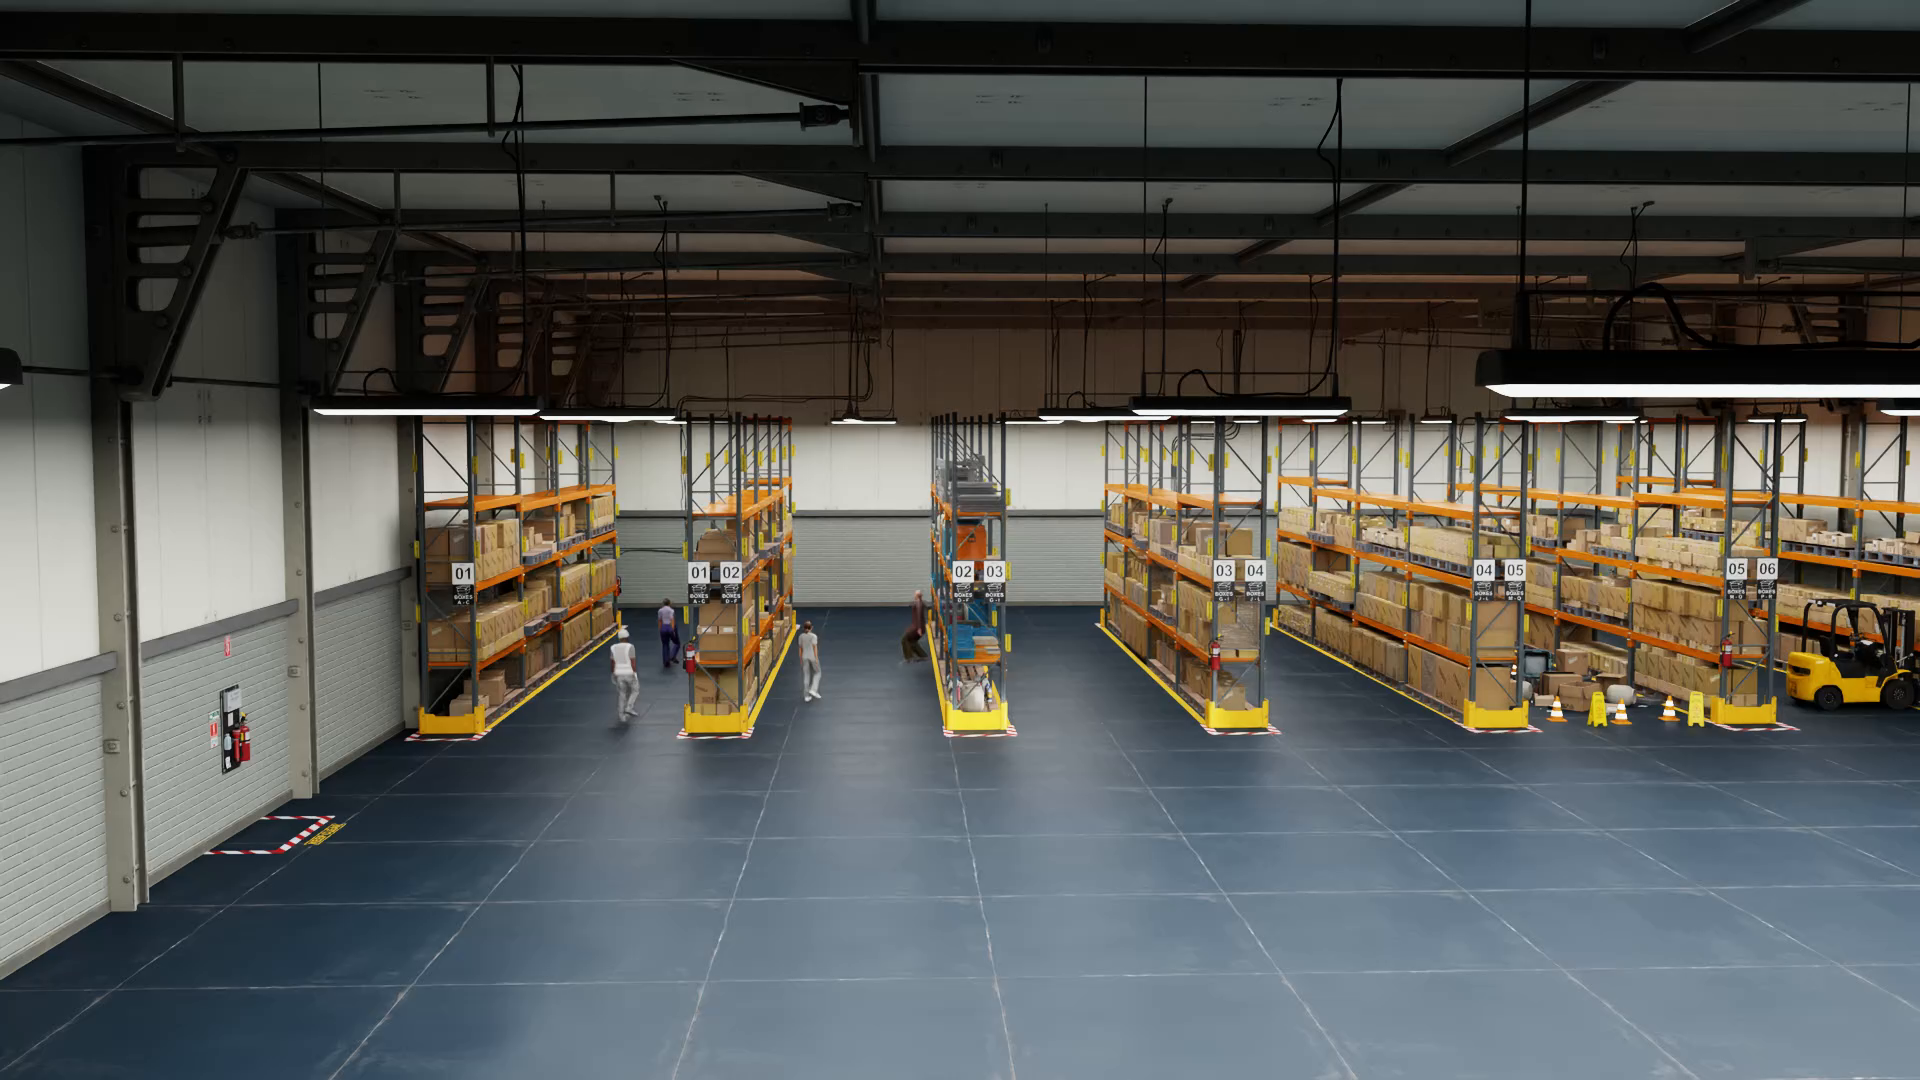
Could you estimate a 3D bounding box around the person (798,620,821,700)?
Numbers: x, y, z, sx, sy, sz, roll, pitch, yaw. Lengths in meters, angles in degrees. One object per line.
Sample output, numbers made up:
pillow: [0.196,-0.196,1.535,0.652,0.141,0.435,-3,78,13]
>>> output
person: [-3.166,2.513,34.799,0.474,1.657,0.515,1,4,12]

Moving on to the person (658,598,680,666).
person: [-6.960,2.197,39.716,0.546,1.637,0.462,0,4,7]

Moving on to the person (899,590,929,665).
person: [-1.020,2.017,38.512,0.614,1.710,0.691,1,4,16]

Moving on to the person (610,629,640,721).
person: [-6.532,2.627,32.361,0.594,1.775,0.496,0,4,7]
